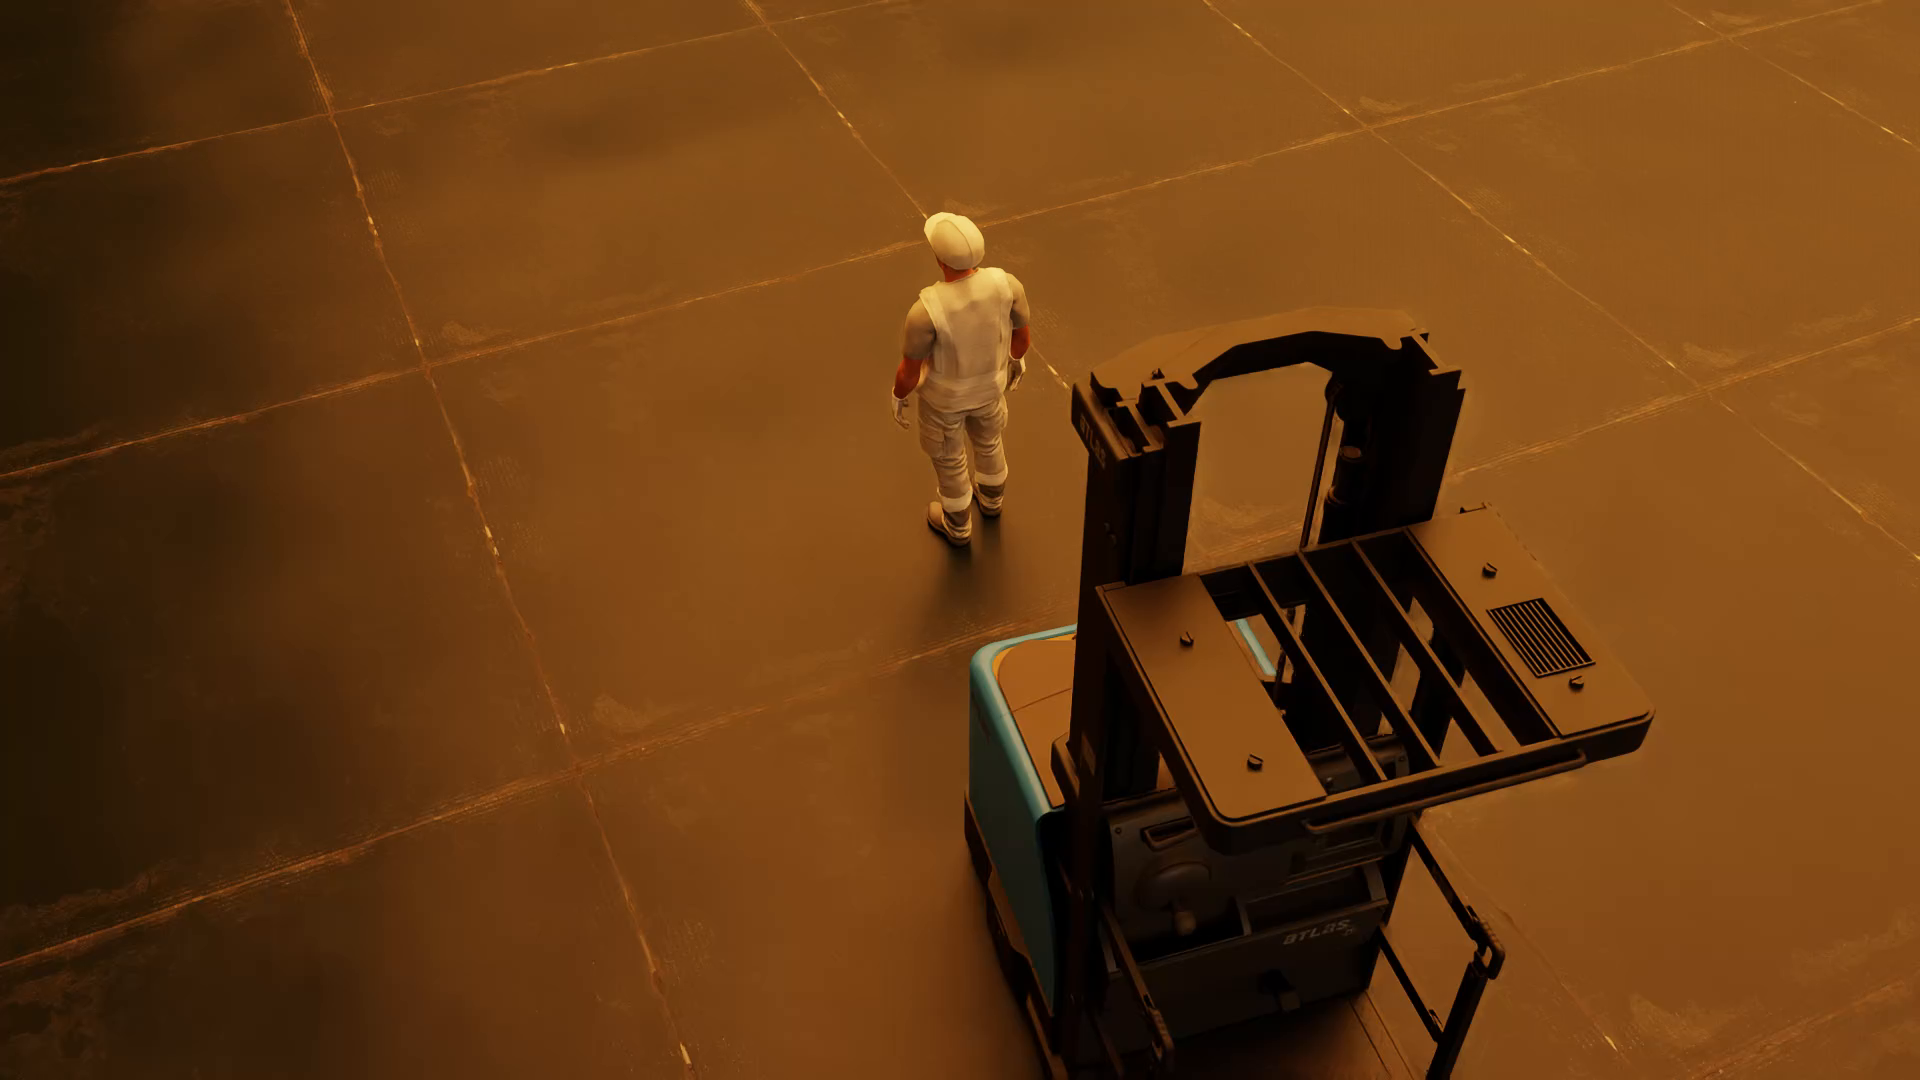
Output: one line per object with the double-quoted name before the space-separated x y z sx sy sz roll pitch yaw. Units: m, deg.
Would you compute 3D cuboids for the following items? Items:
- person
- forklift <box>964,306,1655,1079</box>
"person" -0.024 -0.712 7.270 0.638 1.789 0.562 -18 46 -18
"forklift" 0.935 0.956 4.655 1.130 2.935 3.031 -12 44 -12
